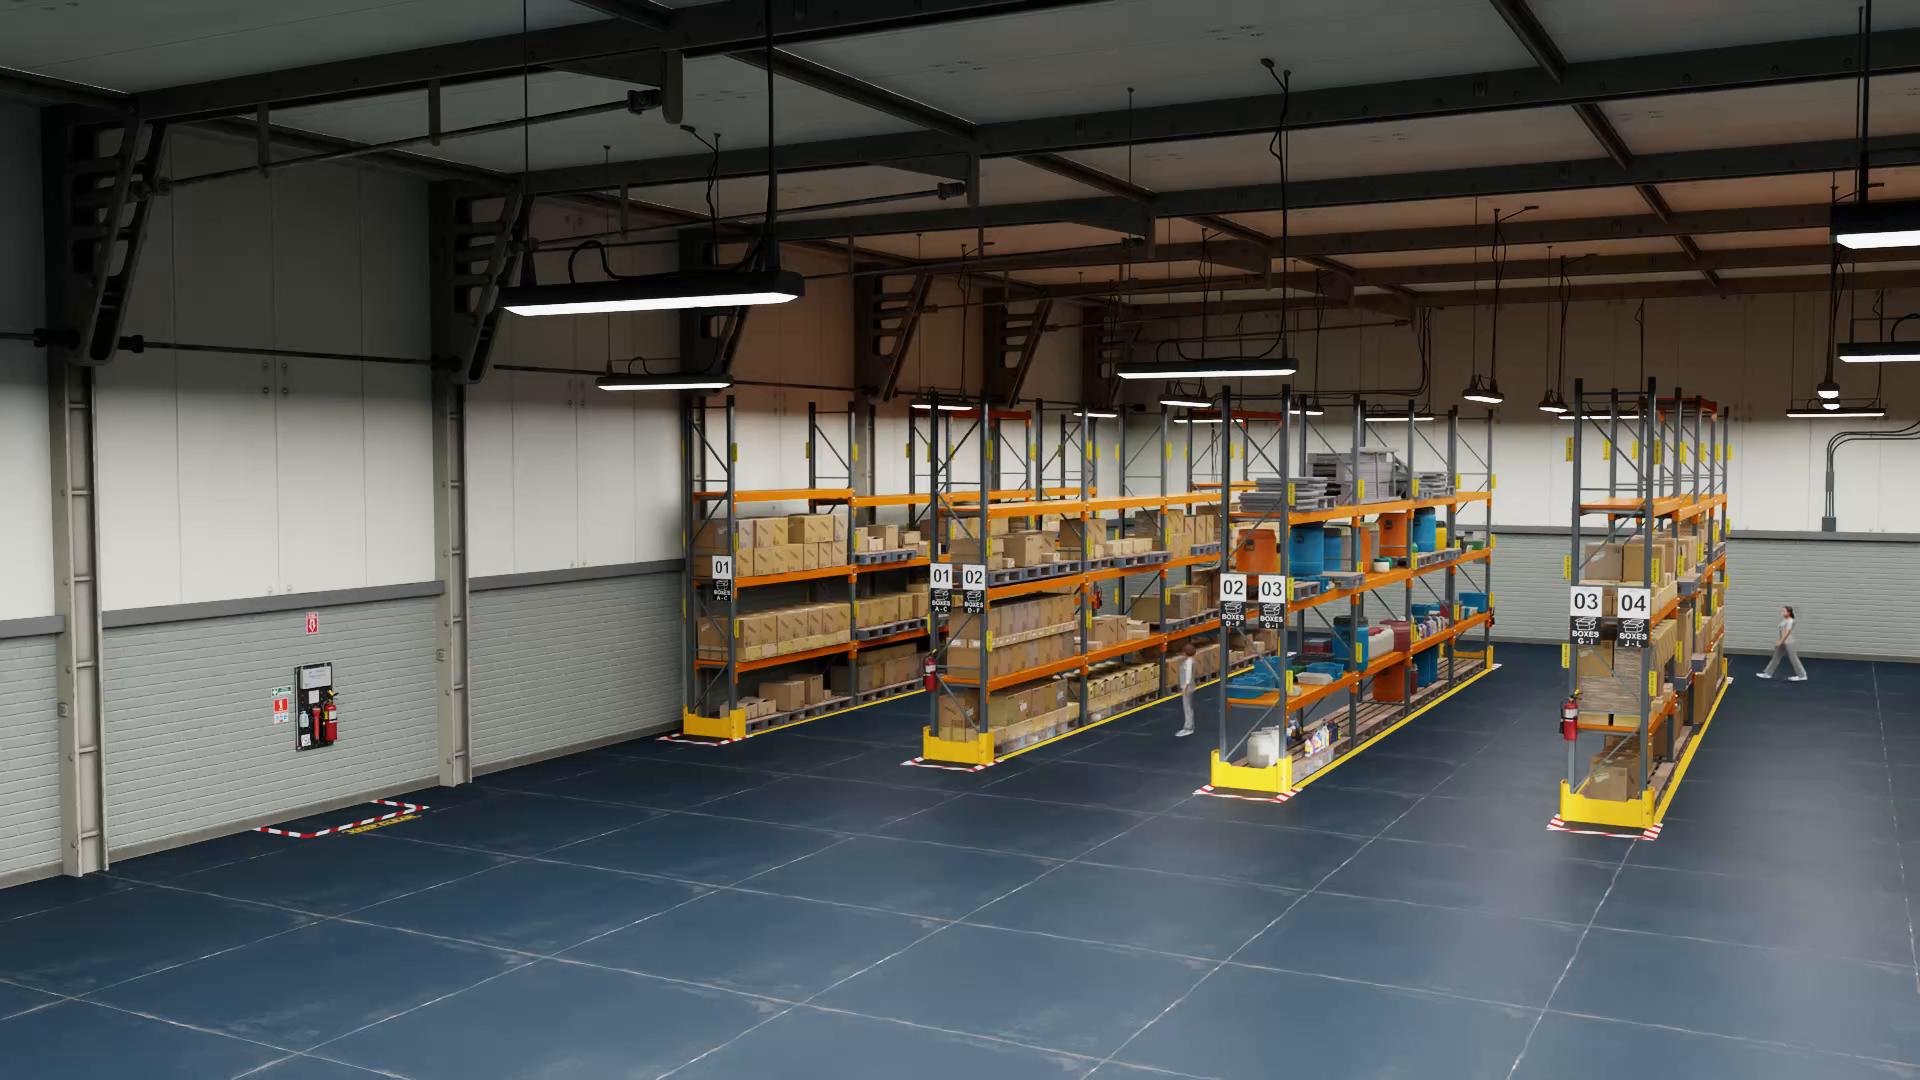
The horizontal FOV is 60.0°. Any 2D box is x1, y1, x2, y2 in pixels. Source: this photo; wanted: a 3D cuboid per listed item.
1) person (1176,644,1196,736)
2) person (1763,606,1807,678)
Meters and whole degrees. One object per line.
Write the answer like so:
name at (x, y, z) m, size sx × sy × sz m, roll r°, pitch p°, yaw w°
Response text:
person at (4.009, 2.652, 29.509) m, size 0.363 × 1.607 × 0.484 m, roll 0°, pitch 3°, yaw 7°
person at (18.067, 2.222, 36.388) m, size 0.849 × 1.559 × 0.490 m, roll 1°, pitch 3°, yaw 23°
